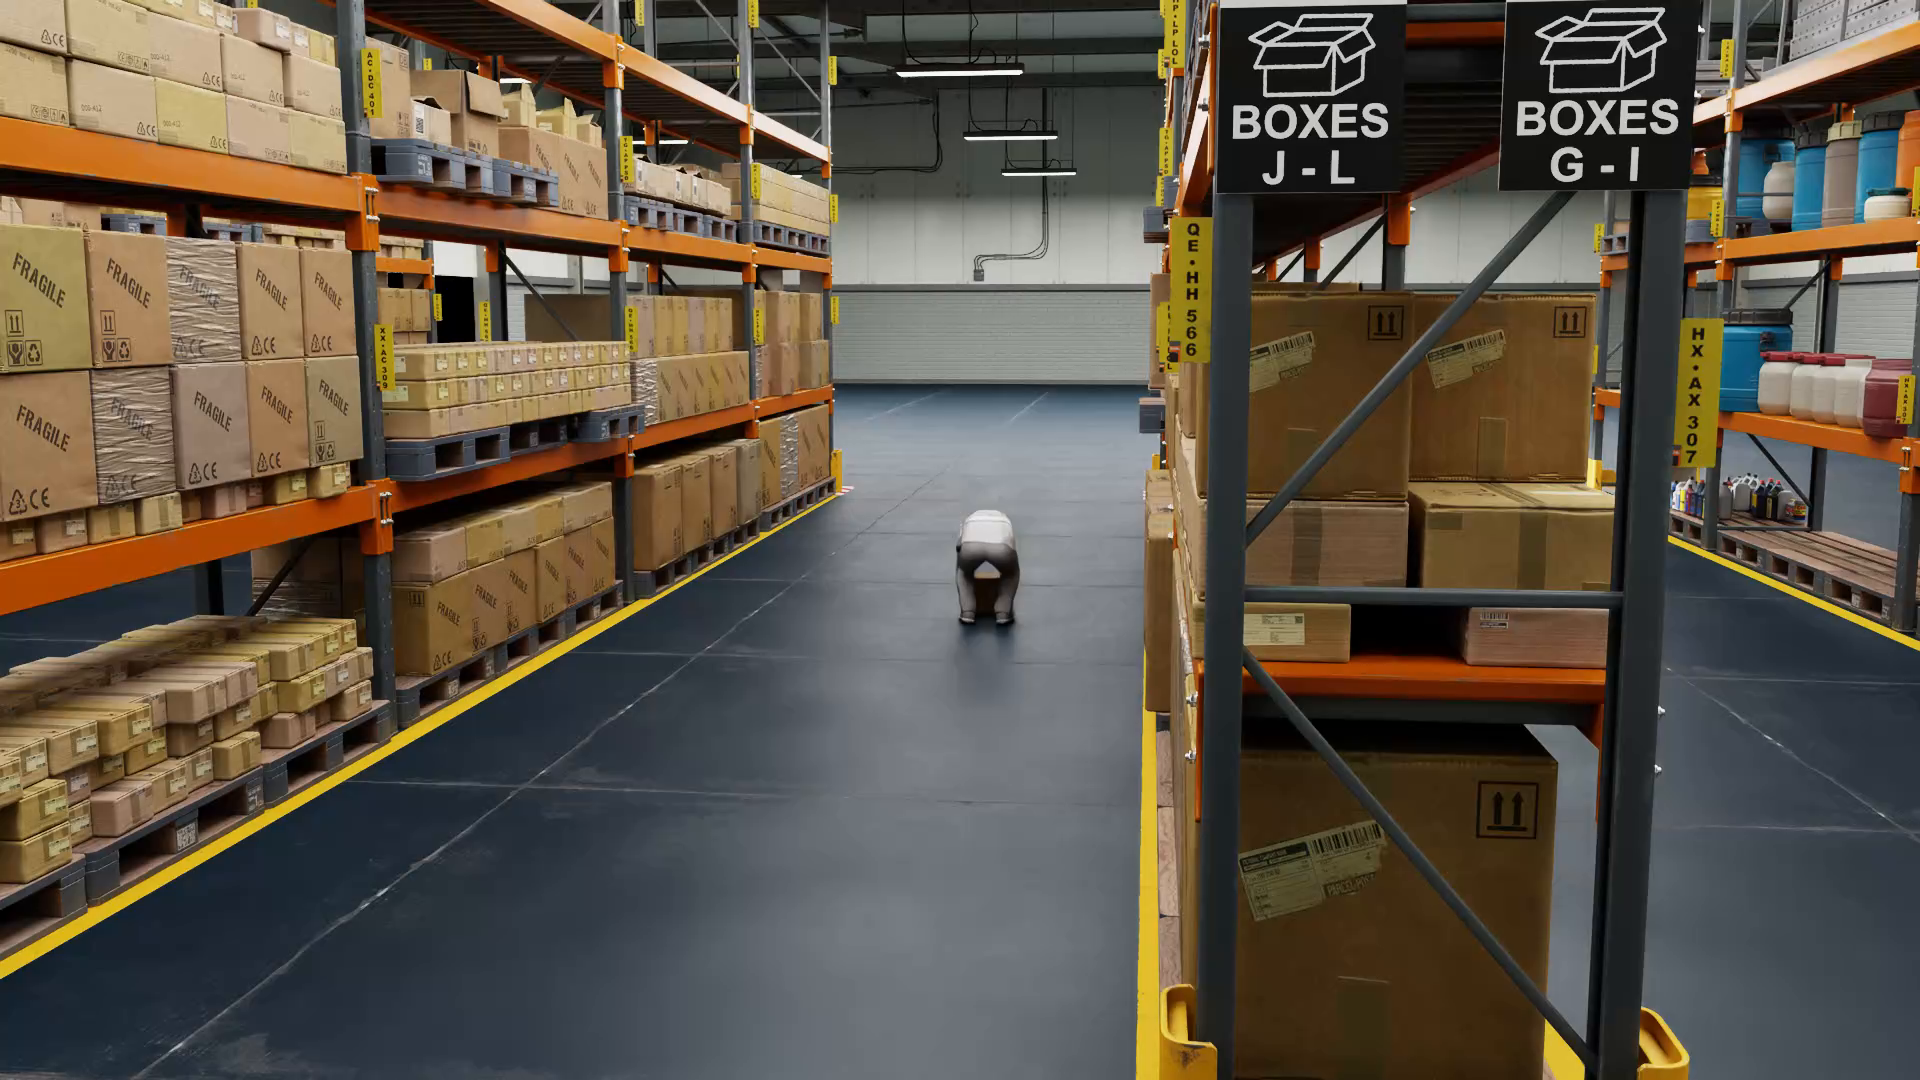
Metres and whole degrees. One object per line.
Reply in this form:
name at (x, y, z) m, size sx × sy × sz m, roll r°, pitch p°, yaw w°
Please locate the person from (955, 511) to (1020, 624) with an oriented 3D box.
person at (0.198, 0.189, 11.840) m, size 0.465 × 0.791 × 0.927 m, roll 1°, pitch 8°, yaw 4°
